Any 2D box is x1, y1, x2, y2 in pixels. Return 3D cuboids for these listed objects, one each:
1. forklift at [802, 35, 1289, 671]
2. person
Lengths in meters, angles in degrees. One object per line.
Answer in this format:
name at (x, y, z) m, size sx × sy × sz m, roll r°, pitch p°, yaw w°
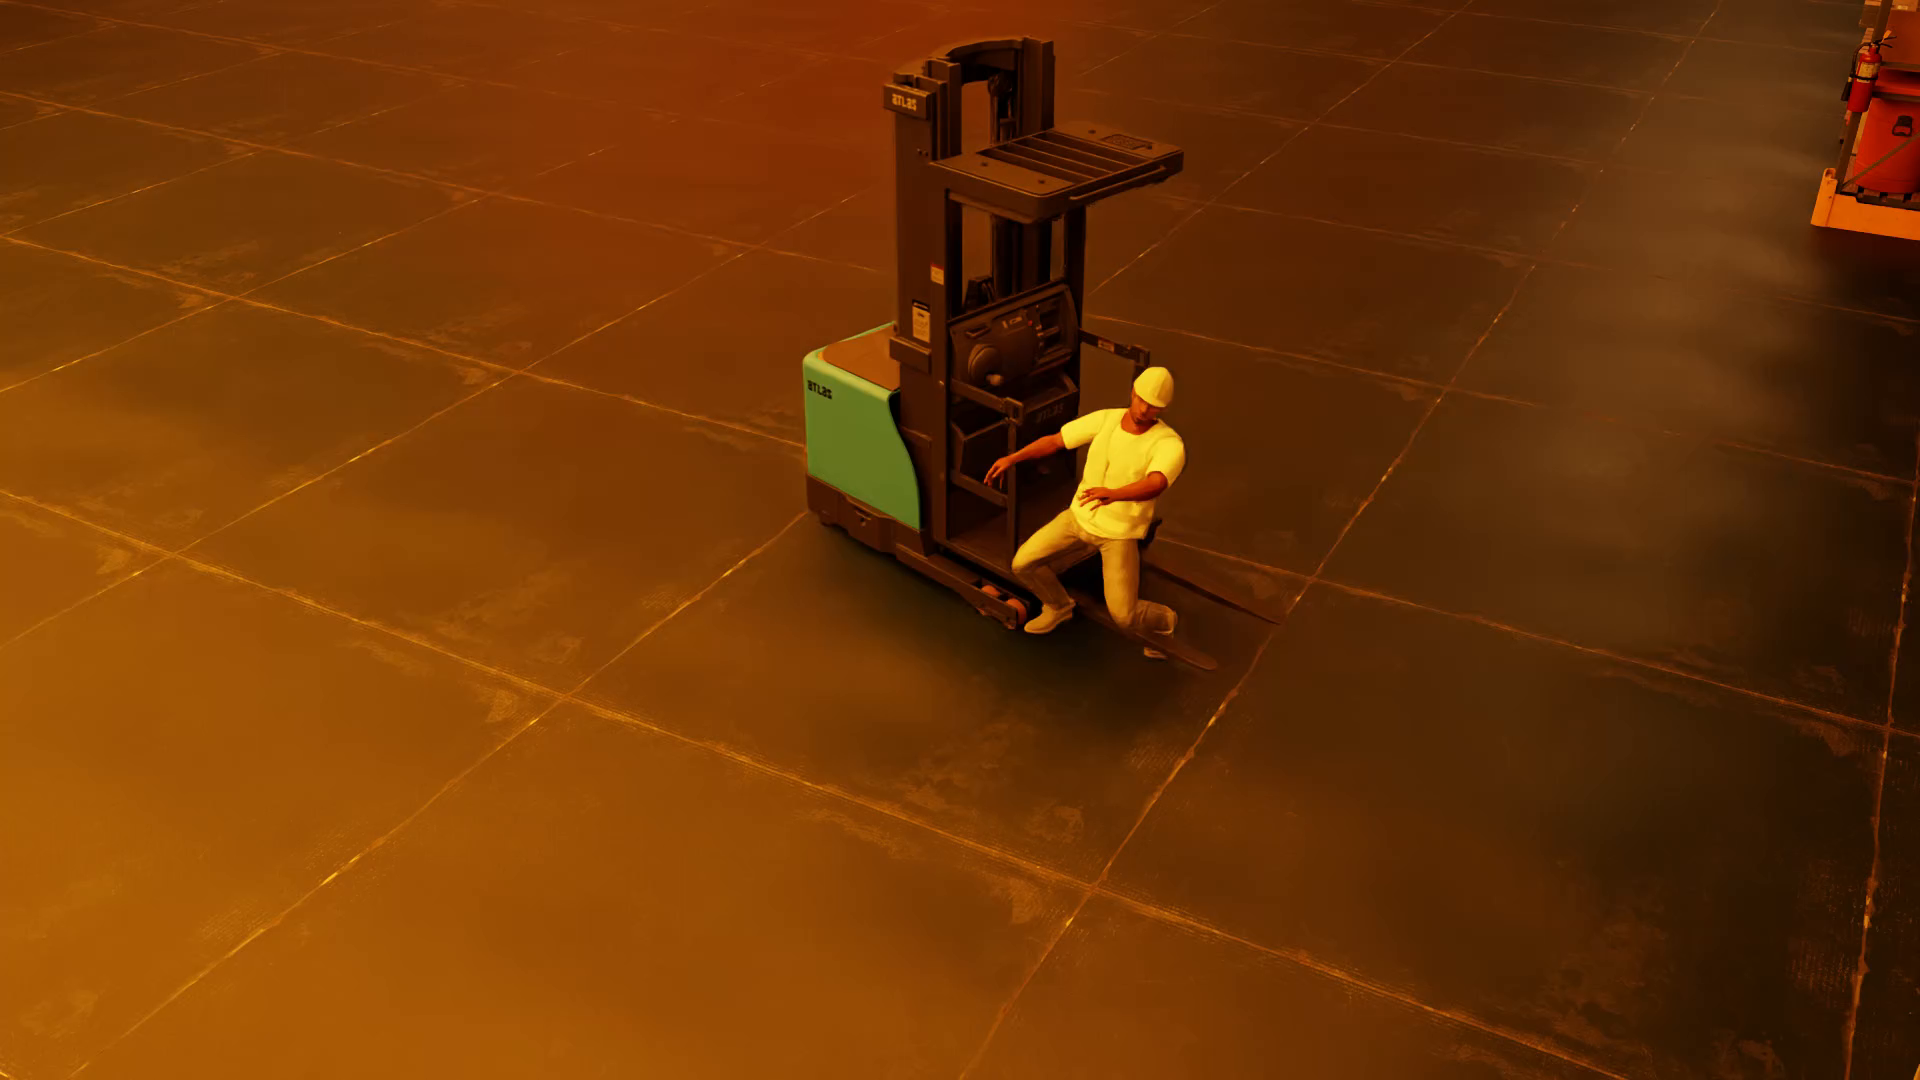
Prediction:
forklift at (0.449, -1.071, 8.927) m, size 1.130 × 2.935 × 3.031 m, roll -26°, pitch 39°, yaw -37°
person at (0.615, -0.109, 8.453) m, size 0.958 × 1.565 × 0.822 m, roll 23°, pitch 37°, yaw 34°
